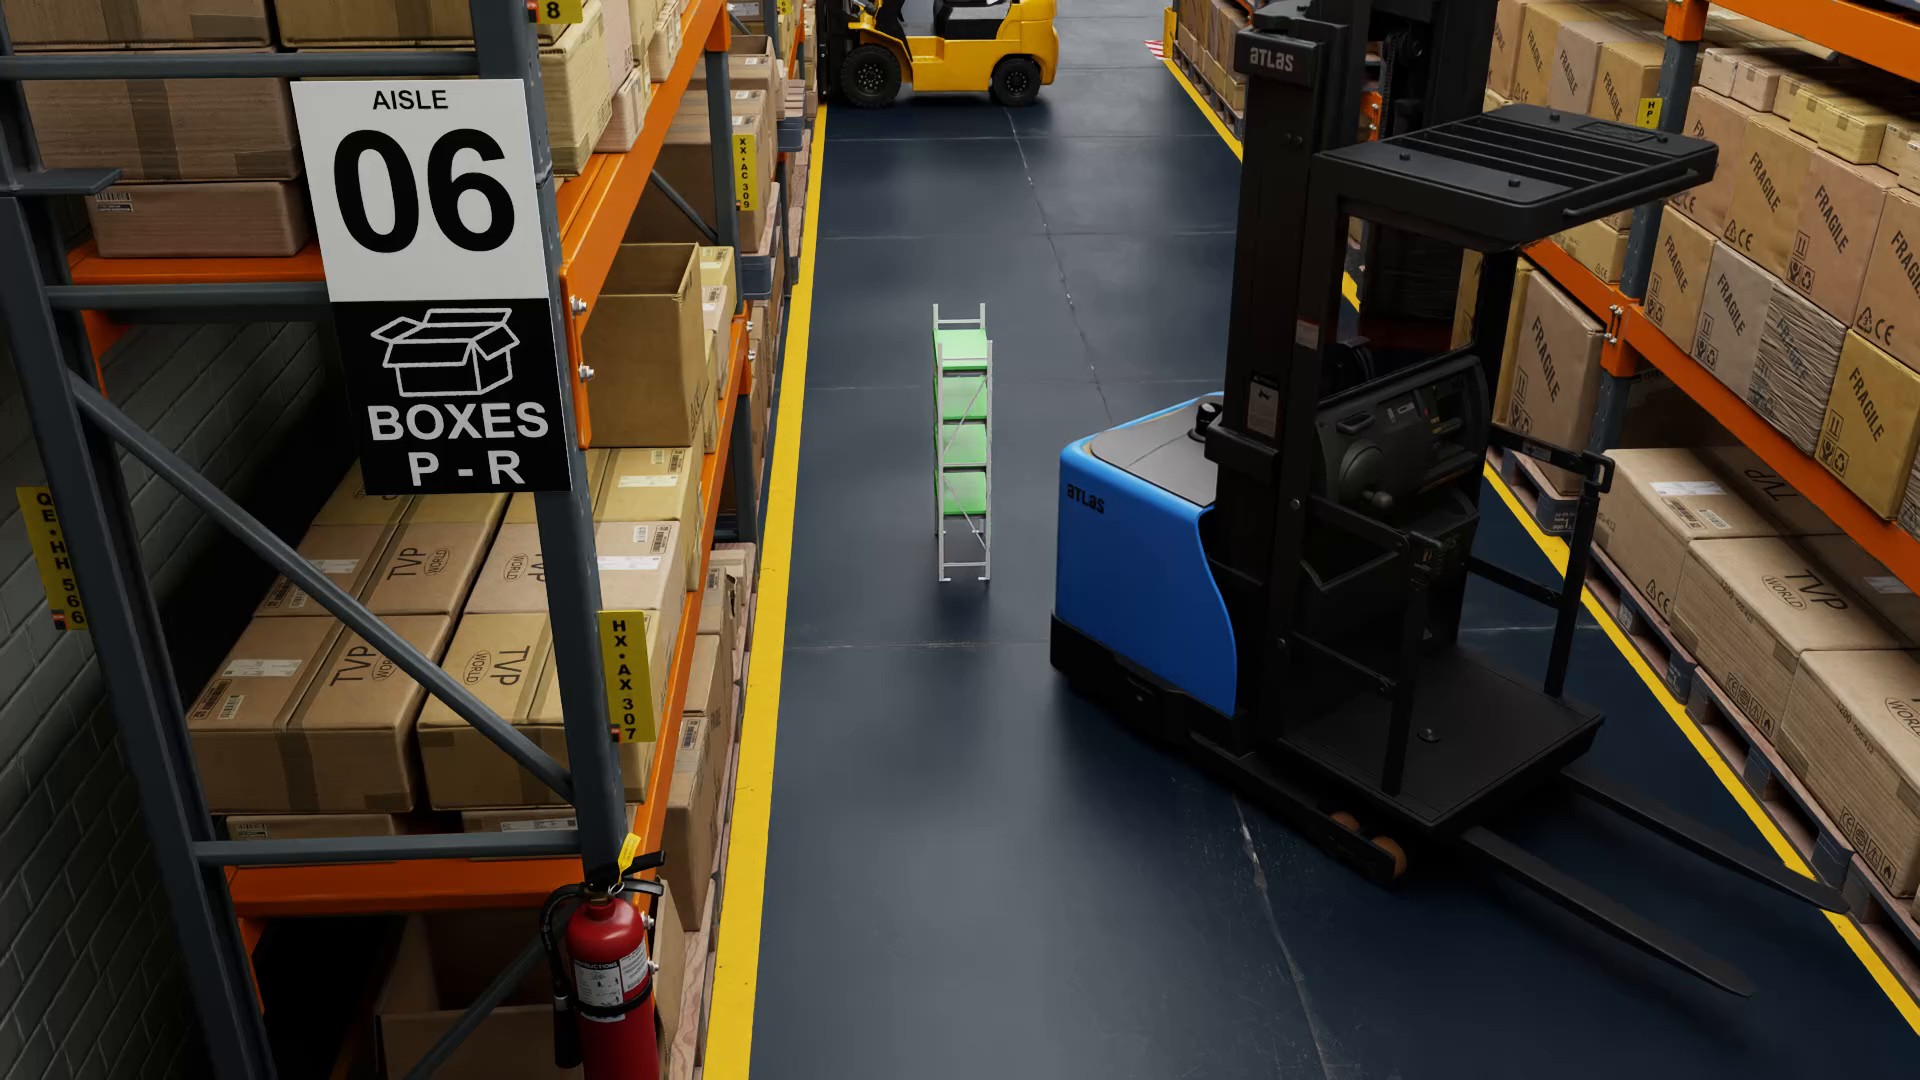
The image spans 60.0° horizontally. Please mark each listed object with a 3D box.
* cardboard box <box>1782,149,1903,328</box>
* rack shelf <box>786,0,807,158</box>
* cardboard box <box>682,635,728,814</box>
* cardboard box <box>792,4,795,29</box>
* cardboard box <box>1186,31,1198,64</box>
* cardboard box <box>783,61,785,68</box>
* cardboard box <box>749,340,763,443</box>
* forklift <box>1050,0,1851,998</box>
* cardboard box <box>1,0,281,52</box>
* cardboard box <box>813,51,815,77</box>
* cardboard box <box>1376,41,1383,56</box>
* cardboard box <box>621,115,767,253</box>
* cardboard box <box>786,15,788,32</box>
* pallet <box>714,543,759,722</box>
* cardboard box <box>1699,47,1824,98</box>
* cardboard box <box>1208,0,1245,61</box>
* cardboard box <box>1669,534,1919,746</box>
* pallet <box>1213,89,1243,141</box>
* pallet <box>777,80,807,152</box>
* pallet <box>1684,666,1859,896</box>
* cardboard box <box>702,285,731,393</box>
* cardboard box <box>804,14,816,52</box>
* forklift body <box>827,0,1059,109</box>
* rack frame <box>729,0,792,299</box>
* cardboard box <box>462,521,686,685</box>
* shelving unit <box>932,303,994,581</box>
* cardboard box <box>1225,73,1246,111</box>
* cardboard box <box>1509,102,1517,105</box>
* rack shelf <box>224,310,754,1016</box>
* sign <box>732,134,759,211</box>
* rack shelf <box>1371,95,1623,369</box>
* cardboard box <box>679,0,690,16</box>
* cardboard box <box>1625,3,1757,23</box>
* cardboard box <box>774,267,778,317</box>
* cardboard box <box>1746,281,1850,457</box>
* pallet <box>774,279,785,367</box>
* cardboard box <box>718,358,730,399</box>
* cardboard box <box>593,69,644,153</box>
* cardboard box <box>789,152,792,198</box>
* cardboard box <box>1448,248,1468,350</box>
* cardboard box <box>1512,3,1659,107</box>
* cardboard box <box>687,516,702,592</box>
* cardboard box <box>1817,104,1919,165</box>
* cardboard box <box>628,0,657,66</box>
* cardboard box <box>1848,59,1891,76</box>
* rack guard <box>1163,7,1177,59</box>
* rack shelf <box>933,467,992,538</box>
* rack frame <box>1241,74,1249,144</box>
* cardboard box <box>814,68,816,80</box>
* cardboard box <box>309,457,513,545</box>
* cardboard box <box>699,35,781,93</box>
[{"bbox_3d":[3.319,-1.072,5.873,0.500,0.500,0.500,-1,28,-2],"label":"cardboard box"},{"bbox_3d":[-1.769,-3.611,12.707,1.077,0.370,4.000,-1,28,-3],"label":"rack shelf"},{"bbox_3d":[-1.118,0.683,5.945,0.500,0.500,0.500,-1,28,-2],"label":"cardboard box"},{"bbox_3d":[-1.559,-4.098,13.026,0.500,0.250,0.500,-1,28,-2],"label":"cardboard box"},{"bbox_3d":[2.659,-5.174,17.446,0.500,0.250,0.500,0,28,-1],"label":"cardboard box"},{"bbox_3d":[-1.444,-3.150,11.209,0.500,0.250,0.500,-1,28,-2],"label":"cardboard box"},{"bbox_3d":[-1.294,-0.711,8.619,0.500,0.500,0.500,-2,28,-3],"label":"cardboard box"},{"bbox_3d":[1.708,-0.341,5.734,1.130,2.935,3.031,-21,34,-34],"label":"forklift"},{"bbox_3d":[-1.549,-1.127,3.224,0.500,0.250,0.500,-2,28,-4],"label":"cardboard box"},{"bbox_3d":[-1.619,-4.505,15.623,0.500,0.250,0.500,-2,28,-3],"label":"cardboard box"},{"bbox_3d":[3.040,-3.348,11.244,0.380,0.149,0.250,0,28,-1],"label":"cardboard box"},{"bbox_3d":[-1.258,-1.618,7.547,0.700,0.500,0.500,-1,28,-1],"label":"cardboard box"},{"bbox_3d":[-1.469,-3.603,11.537,0.500,0.250,0.500,-1,28,-1],"label":"cardboard box"},{"bbox_3d":[-1.421,0.395,7.265,1.003,0.211,1.213,-1,28,-3],"label":"pallet"},{"bbox_3d":[3.258,-1.904,6.766,0.380,0.149,0.250,-2,28,-3],"label":"cardboard box"},{"bbox_3d":[2.728,-5.012,16.324,0.500,0.500,0.500,0,28,0],"label":"cardboard box"},{"bbox_3d":[3.474,0.375,6.603,0.875,0.438,0.875,-2,28,-4],"label":"cardboard box"},{"bbox_3d":[3.013,-4.048,15.783,1.003,0.211,1.213,-1,28,-3],"label":"pallet"},{"bbox_3d":[-1.559,-2.610,10.217,1.213,0.211,1.003,-1,28,-3],"label":"pallet"},{"bbox_3d":[3.529,0.874,6.346,1.003,0.211,1.213,-1,28,-3],"label":"pallet"},{"bbox_3d":[-1.145,-0.764,6.312,0.500,0.250,0.500,-1,28,-2],"label":"cardboard box"},{"bbox_3d":[-1.602,-4.731,15.515,0.500,0.250,0.500,-1,28,-3],"label":"cardboard box"},{"bbox_3d":[-0.162,-5.493,16.455,2.313,2.155,1.214,-1,28,-3],"label":"forklift body"},{"bbox_3d":[-1.665,-3.006,10.770,1.000,3.000,0.127,-1,28,-3],"label":"rack frame"},{"bbox_3d":[-1.028,0.174,4.513,0.500,0.250,0.500,-1,28,-2],"label":"cardboard box"},{"bbox_3d":[0.009,-0.456,7.826,0.258,1.200,0.503,-1,28,-3],"label":"shelving unit"},{"bbox_3d":[2.784,-4.209,15.595,0.500,0.250,0.500,0,28,0],"label":"cardboard box"},{"bbox_3d":[3.168,-2.103,8.660,0.500,0.250,0.500,-1,28,-1],"label":"cardboard box"},{"bbox_3d":[-1.351,0.084,5.624,1.077,0.370,4.000,-1,28,-3],"label":"rack shelf"},{"bbox_3d":[-0.914,-1.559,7.060,0.100,0.325,0.005,-1,28,-3],"label":"sign"},{"bbox_3d":[3.396,-1.885,9.399,1.077,0.370,4.000,-1,28,-3],"label":"rack shelf"},{"bbox_3d":[-1.119,-1.868,5.615,0.380,0.149,0.250,-1,28,-3],"label":"cardboard box"},{"bbox_3d":[3.687,-2.444,8.503,0.500,0.500,0.500,-2,28,-4],"label":"cardboard box"},{"bbox_3d":[-1.412,-1.663,10.443,0.500,0.500,0.500,-2,28,-3],"label":"cardboard box"},{"bbox_3d":[3.306,-0.639,6.124,0.500,0.500,0.500,-1,28,-2],"label":"cardboard box"},{"bbox_3d":[-1.664,-1.424,10.752,1.003,0.211,1.213,-1,28,-3],"label":"pallet"},{"bbox_3d":[-1.114,-0.667,6.557,0.380,0.149,0.250,-1,28,-1],"label":"cardboard box"},{"bbox_3d":[-0.978,-1.040,4.028,0.380,0.149,0.250,-1,28,-2],"label":"cardboard box"},{"bbox_3d":[-1.761,-3.040,12.949,0.875,0.625,0.625,-2,28,-5],"label":"cardboard box"},{"bbox_3d":[3.287,-1.639,9.992,0.875,0.875,0.875,-1,28,-2],"label":"cardboard box"},{"bbox_3d":[3.185,-2.442,8.499,0.500,0.500,0.500,-1,28,-1],"label":"cardboard box"},{"bbox_3d":[-1.008,0.045,5.191,0.380,0.149,0.250,-2,28,-4],"label":"cardboard box"},{"bbox_3d":[3.280,-1.429,5.855,0.380,0.149,0.250,-2,28,-4],"label":"cardboard box"},{"bbox_3d":[-1.059,-1.389,4.267,0.500,0.250,0.500,-2,28,-4],"label":"cardboard box"},{"bbox_3d":[3.740,-1.797,6.561,0.380,0.149,0.250,-1,28,-1],"label":"cardboard box"},{"bbox_3d":[2.878,-5.679,18.597,1.175,0.500,0.348,-1,28,-3],"label":"rack guard"},{"bbox_3d":[0.009,-0.186,7.966,0.258,0.148,0.480,-1,28,-3],"label":"rack shelf"},{"bbox_3d":[3.083,-4.975,14.545,1.000,3.000,0.127,-1,28,-3],"label":"rack frame"},{"bbox_3d":[-1.610,-4.286,15.743,0.500,0.250,0.500,-2,28,-4],"label":"cardboard box"},{"bbox_3d":[-1.583,-0.050,4.943,0.500,0.250,0.500,-1,28,-1],"label":"cardboard box"},{"bbox_3d":[-1.395,-2.489,9.212,0.797,0.503,0.637,-2,28,-4],"label":"cardboard box"}]
